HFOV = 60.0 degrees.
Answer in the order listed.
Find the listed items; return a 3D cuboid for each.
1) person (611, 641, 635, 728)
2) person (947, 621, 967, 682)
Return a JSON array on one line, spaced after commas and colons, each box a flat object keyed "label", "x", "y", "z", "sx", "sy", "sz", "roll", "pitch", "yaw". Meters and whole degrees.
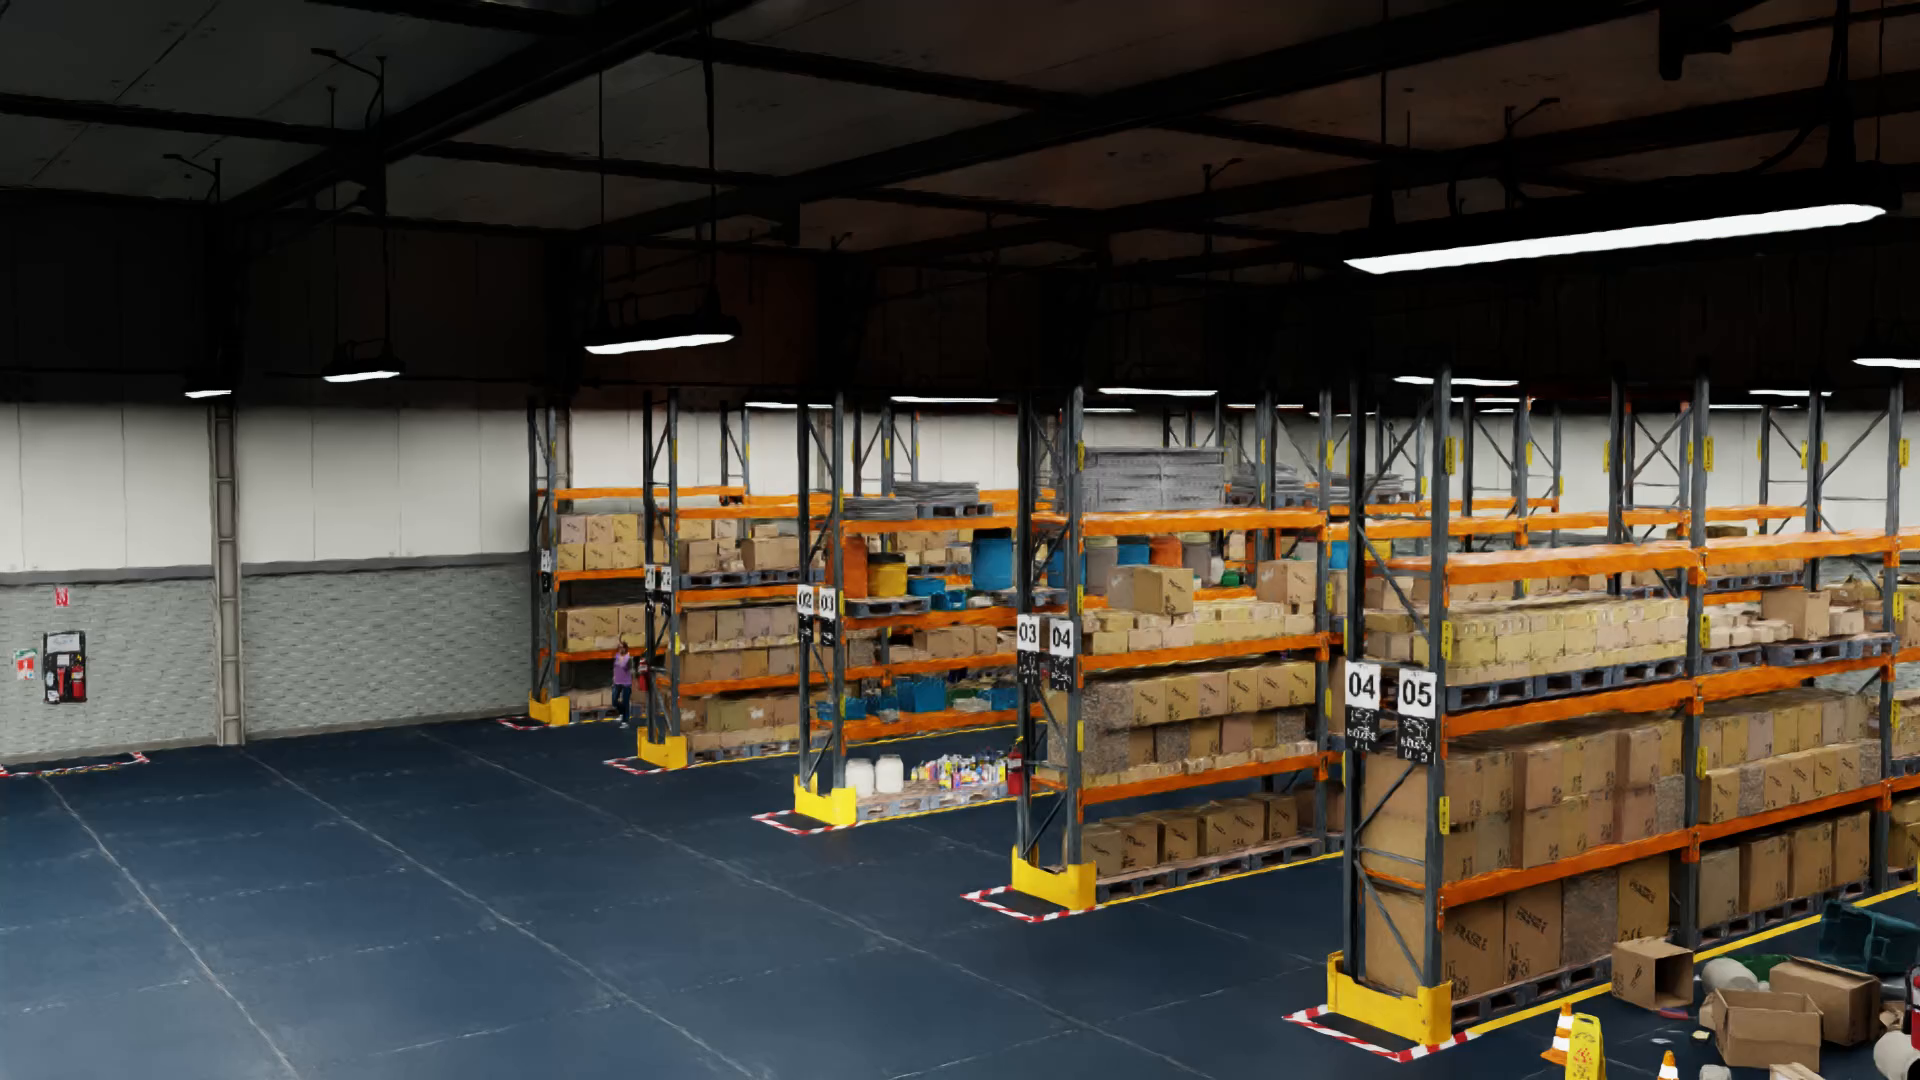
[{"label": "person", "x": -6.083, "y": 2.595, "z": 30.128, "sx": 0.471, "sy": 1.591, "sz": 0.491, "roll": 1, "pitch": 3, "yaw": 15}, {"label": "person", "x": -0.023, "y": 2.356, "z": 33.409, "sx": 0.445, "sy": 1.657, "sz": 0.578, "roll": 2, "pitch": 4, "yaw": 27}]
